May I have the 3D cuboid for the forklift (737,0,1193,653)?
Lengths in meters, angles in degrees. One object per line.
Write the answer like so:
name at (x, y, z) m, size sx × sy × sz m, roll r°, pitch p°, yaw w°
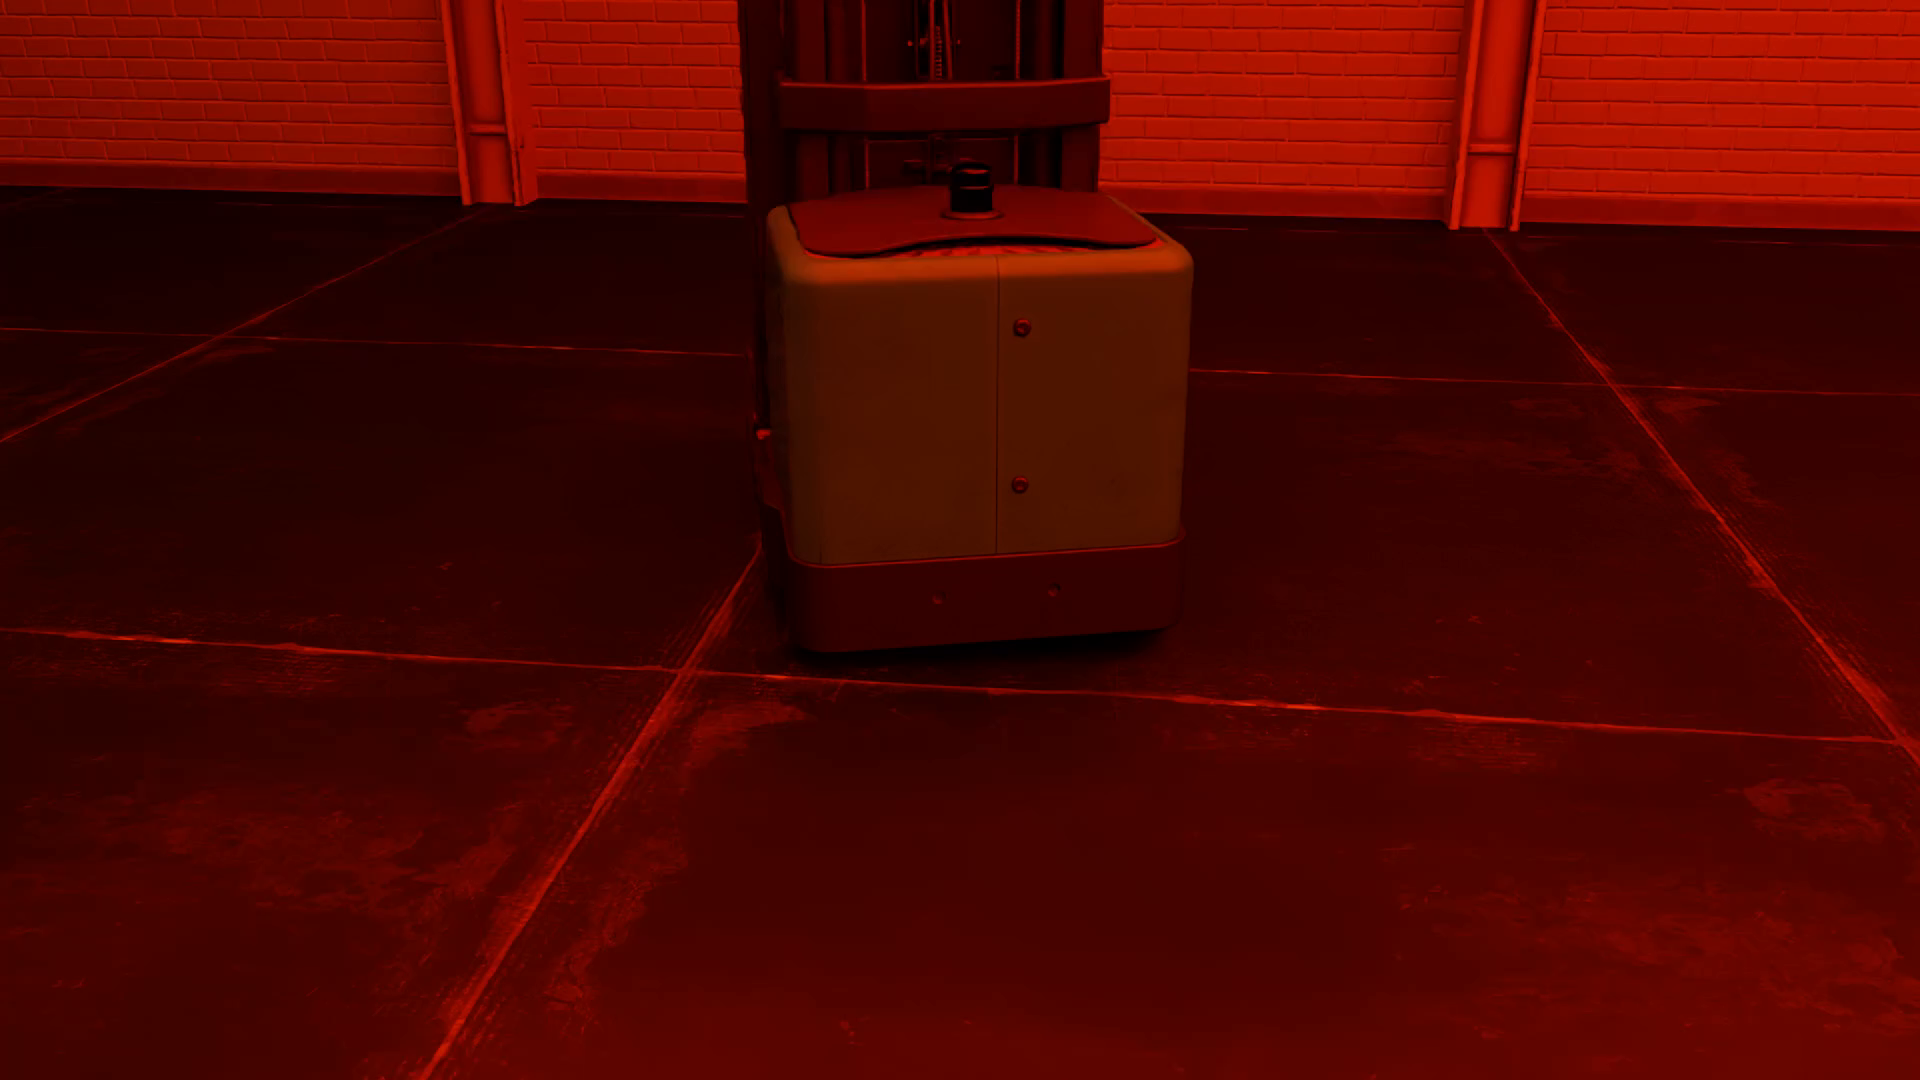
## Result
forklift at (-0.155, -1.587, 5.194) m, size 1.130 × 2.935 × 3.031 m, roll -4°, pitch 22°, yaw -9°
